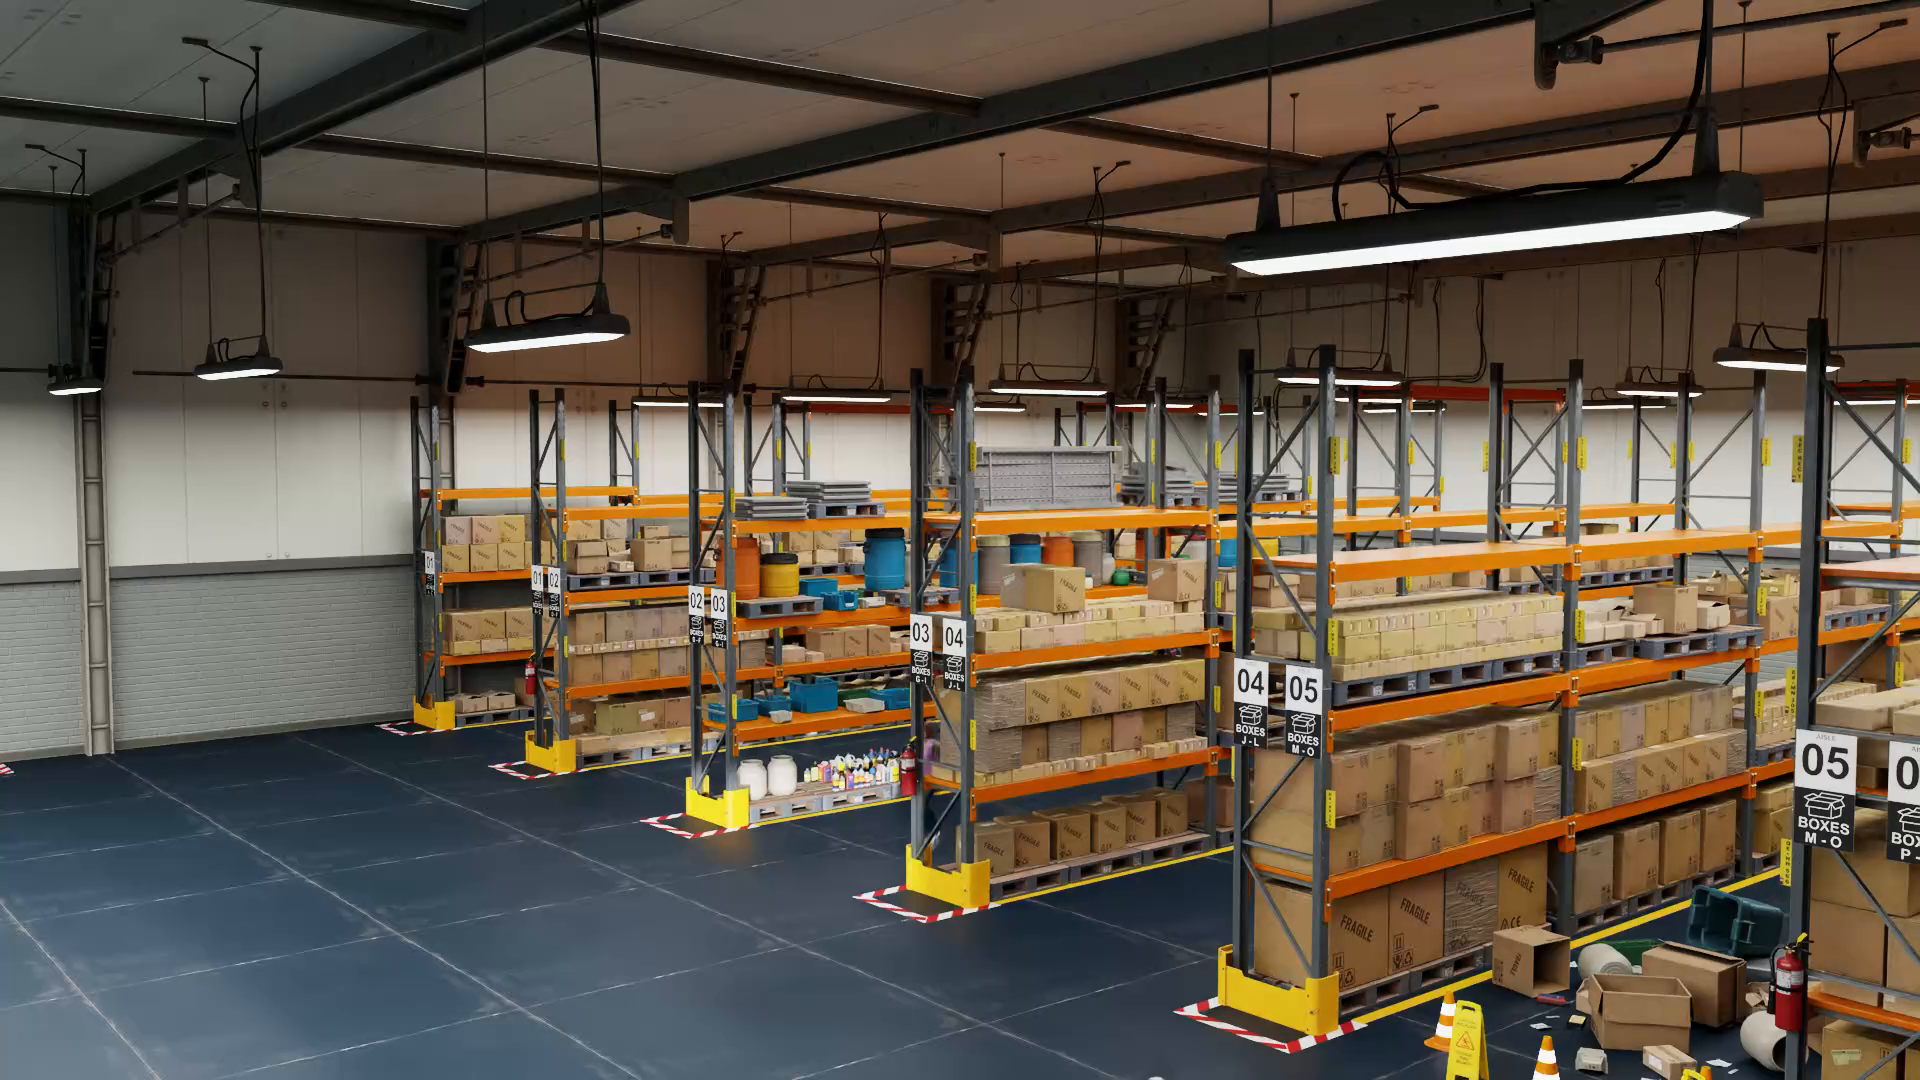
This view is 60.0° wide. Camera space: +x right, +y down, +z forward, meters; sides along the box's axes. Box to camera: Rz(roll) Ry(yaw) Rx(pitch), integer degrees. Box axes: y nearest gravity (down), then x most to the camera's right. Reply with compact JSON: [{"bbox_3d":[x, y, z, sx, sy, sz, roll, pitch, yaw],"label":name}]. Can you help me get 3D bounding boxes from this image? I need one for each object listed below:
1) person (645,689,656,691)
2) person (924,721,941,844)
[{"bbox_3d":[-5.503,2.532,29.665,0.662,1.798,0.823,3,5,44],"label":"person"},{"bbox_3d":[-0.439,3.123,21.133,0.526,1.647,0.684,3,4,39],"label":"person"}]
